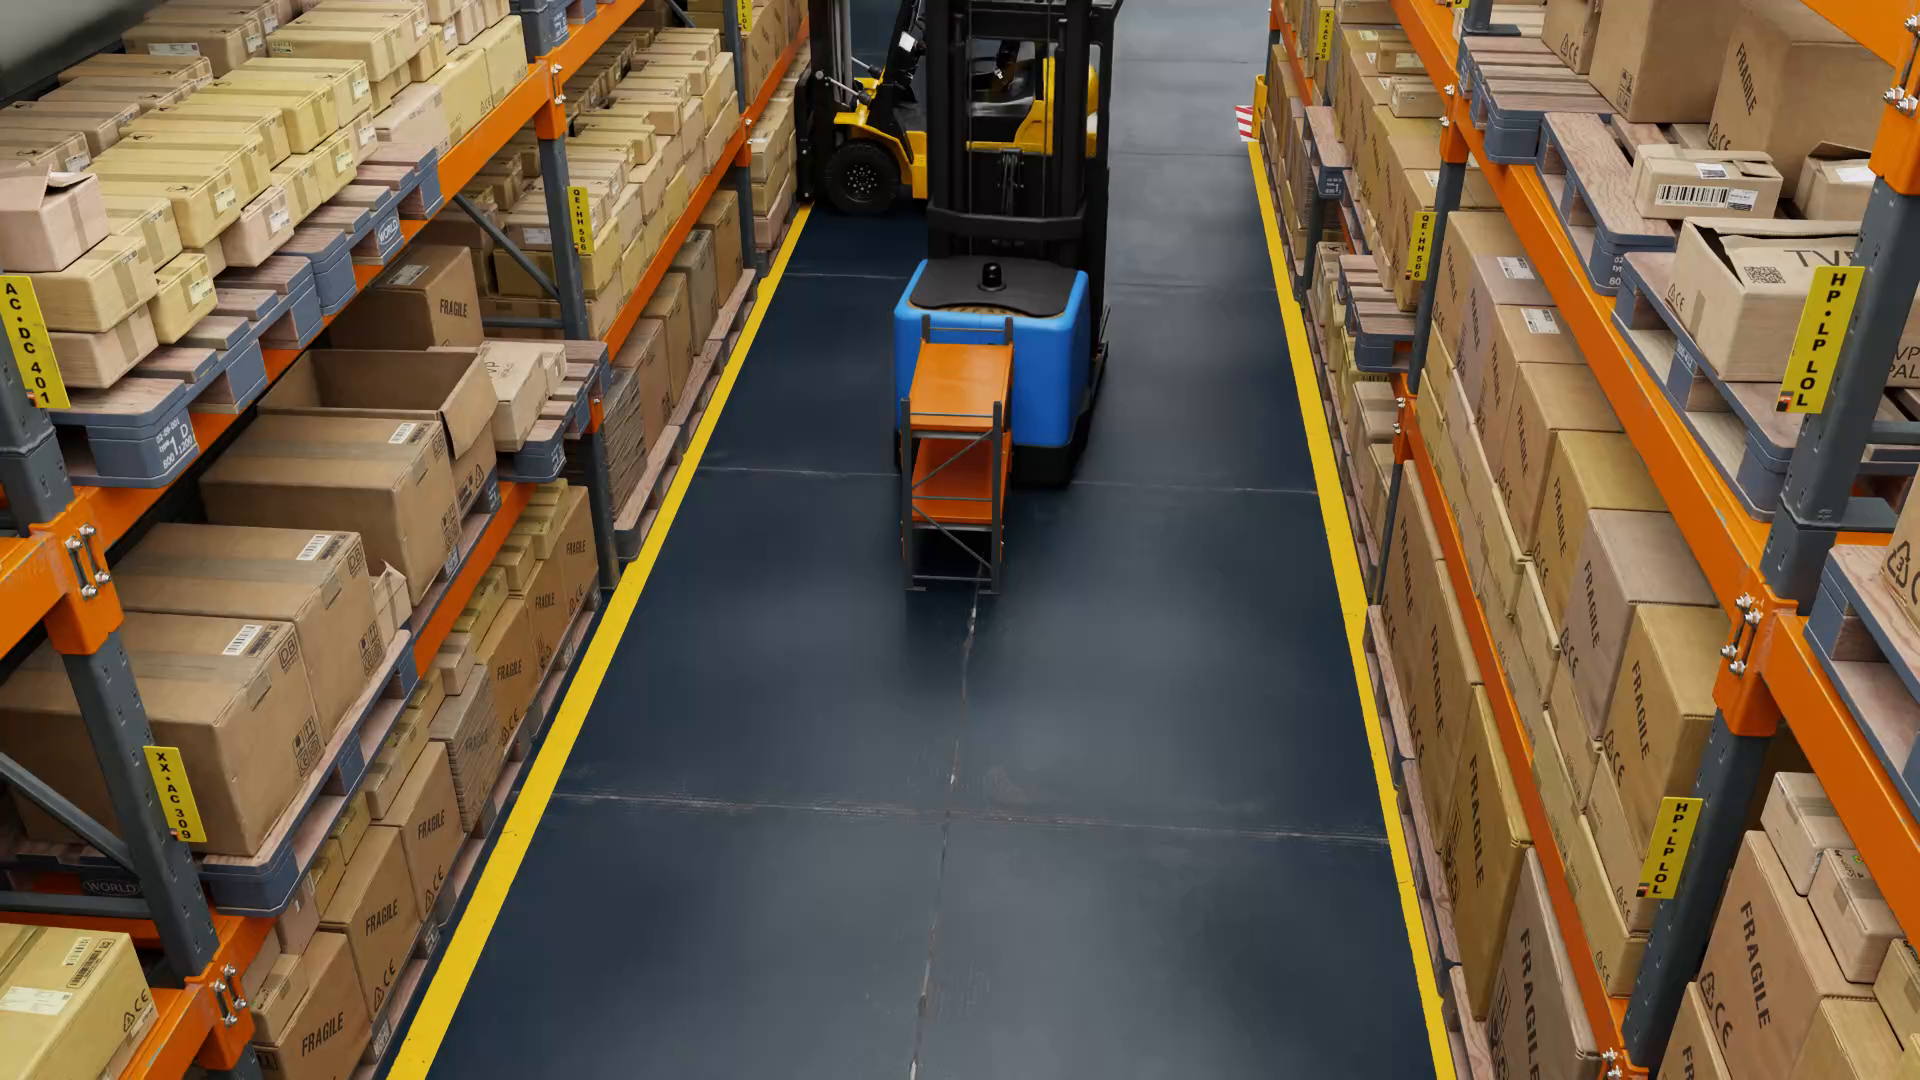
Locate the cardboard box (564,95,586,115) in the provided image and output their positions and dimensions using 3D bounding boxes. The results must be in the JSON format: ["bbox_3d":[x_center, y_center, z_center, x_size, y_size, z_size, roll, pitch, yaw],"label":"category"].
[{"bbox_3d":[-2.409,-2.499,9.733,0.380,0.149,0.250,3,32,4],"label":"cardboard box"}]

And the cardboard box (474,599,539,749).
[{"bbox_3d":[-2.233,0.592,7.413,0.500,0.500,0.500,4,32,6],"label":"cardboard box"}]

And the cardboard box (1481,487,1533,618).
[{"bbox_3d":[2.188,0.052,5.973,0.500,0.250,0.500,3,32,5],"label":"cardboard box"}]

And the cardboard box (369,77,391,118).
[{"bbox_3d":[-2.241,-1.574,5.849,0.380,0.149,0.250,3,32,5],"label":"cardboard box"}]

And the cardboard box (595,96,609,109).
[{"bbox_3d":[-2.397,-2.515,10.138,0.500,0.250,0.500,2,32,3],"label":"cardboard box"}]

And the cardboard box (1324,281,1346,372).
[{"bbox_3d":[2.856,-1.350,10.686,0.950,0.372,0.625,4,32,7],"label":"cardboard box"}]

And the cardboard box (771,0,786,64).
[{"bbox_3d":[-1.634,-3.952,12.708,0.500,0.500,0.500,2,32,3],"label":"cardboard box"}]

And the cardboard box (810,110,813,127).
[{"bbox_3d":[-1.471,-3.662,14.078,0.500,0.250,0.500,2,32,3],"label":"cardboard box"}]

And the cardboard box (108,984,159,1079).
[{"bbox_3d":[-2.421,1.317,4.493,0.380,0.149,0.250,3,32,5],"label":"cardboard box"}]

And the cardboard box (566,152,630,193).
[{"bbox_3d":[-1.978,-1.944,8.831,0.380,0.149,0.250,3,32,5],"label":"cardboard box"}]

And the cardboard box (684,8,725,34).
[{"bbox_3d":[-1.708,-3.624,11.559,0.380,0.149,0.250,2,32,3],"label":"cardboard box"}]

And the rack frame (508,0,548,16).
[{"bbox_3d":[-2.322,-3.613,6.535,1.000,3.000,0.127,2,32,4],"label":"rack frame"}]

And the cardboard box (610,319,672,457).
[{"bbox_3d":[-2.212,-0.894,9.705,0.875,0.625,0.625,3,32,6],"label":"cardboard box"}]

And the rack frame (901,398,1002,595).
[{"bbox_3d":[-0.042,-0.210,8.518,0.500,1.125,0.032,2,32,4],"label":"rack frame"}]

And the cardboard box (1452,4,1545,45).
[{"bbox_3d":[2.454,-2.323,7.540,0.380,0.149,0.250,2,32,4],"label":"cardboard box"}]

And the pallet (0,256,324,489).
[{"bbox_3d":[-2.524,-0.502,4.526,1.213,0.211,1.003,2,32,4],"label":"pallet"}]

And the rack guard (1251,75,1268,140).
[{"bbox_3d":[3.271,-3.928,15.147,1.175,0.500,0.348,2,32,4],"label":"rack guard"}]

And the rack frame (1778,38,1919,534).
[{"bbox_3d":[2.300,-1.311,2.800,1.000,3.000,0.127,2,32,4],"label":"rack frame"}]

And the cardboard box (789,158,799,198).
[{"bbox_3d":[-1.574,-2.933,13.370,0.500,0.250,0.500,3,32,5],"label":"cardboard box"}]

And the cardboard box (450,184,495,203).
[{"bbox_3d":[-2.587,-1.698,8.432,0.380,0.149,0.250,3,32,5],"label":"cardboard box"}]

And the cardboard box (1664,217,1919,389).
[{"bbox_3d":[2.163,-0.645,4.262,0.500,0.311,0.500,2,32,4],"label":"cardboard box"}]

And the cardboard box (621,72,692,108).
[{"bbox_3d":[-1.851,-2.742,10.127,0.380,0.149,0.250,2,32,3],"label":"cardboard box"}]

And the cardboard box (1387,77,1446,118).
[{"bbox_3d":[2.478,-2.340,8.791,0.380,0.149,0.250,1,32,2],"label":"cardboard box"}]

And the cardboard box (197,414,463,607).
[{"bbox_3d":[-2.279,-0.113,6.079,0.700,0.500,0.500,2,32,4],"label":"cardboard box"}]

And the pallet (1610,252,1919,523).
[{"bbox_3d":[2.326,-0.434,4.418,0.805,0.209,1.217,1,32,2],"label":"pallet"}]

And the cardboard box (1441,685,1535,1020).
[{"bbox_3d":[2.337,1.168,6.120,0.875,0.875,0.875,3,32,5],"label":"cardboard box"}]

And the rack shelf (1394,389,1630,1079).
[{"bbox_3d":[2.463,0.503,6.260,1.077,0.370,4.000,2,32,4],"label":"rack shelf"}]

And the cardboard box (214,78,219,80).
[{"bbox_3d":[-2.722,-1.597,5.886,0.380,0.149,0.250,2,32,3],"label":"cardboard box"}]

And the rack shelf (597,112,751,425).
[{"bbox_3d":[-2.159,-1.798,9.994,1.077,0.370,4.000,2,32,4],"label":"rack shelf"}]

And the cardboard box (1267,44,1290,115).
[{"bbox_3d":[2.935,-3.937,14.285,0.500,0.500,0.500,1,32,2],"label":"cardboard box"}]

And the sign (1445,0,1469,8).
[{"bbox_3d":[2.085,-2.370,6.885,0.100,0.325,0.005,2,32,4],"label":"sign"}]

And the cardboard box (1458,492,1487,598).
[{"bbox_3d":[2.263,0.004,6.528,0.500,0.250,0.500,3,32,6],"label":"cardboard box"}]

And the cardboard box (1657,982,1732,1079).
[{"bbox_3d":[2.001,1.435,3.968,0.500,0.500,0.500,3,32,6],"label":"cardboard box"}]

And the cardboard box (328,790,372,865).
[{"bbox_3d":[-2.389,1.039,6.069,0.380,0.149,0.250,2,32,3],"label":"cardboard box"}]

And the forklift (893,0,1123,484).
[{"bbox_3d":[0.386,-2.335,10.245,1.130,2.935,3.031,6,32,9],"label":"forklift"}]

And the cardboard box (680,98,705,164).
[{"bbox_3d":[-1.863,-2.495,10.106,0.500,0.250,0.500,3,32,5],"label":"cardboard box"}]

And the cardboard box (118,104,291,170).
[{"bbox_3d":[-2.215,-1.168,4.887,0.380,0.149,0.250,3,32,5],"label":"cardboard box"}]

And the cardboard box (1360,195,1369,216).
[{"bbox_3d":[2.465,-1.915,9.338,0.380,0.149,0.250,1,32,2],"label":"cardboard box"}]

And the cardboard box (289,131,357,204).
[{"bbox_3d":[-2.116,-1.164,5.165,0.380,0.149,0.250,3,32,5],"label":"cardboard box"}]

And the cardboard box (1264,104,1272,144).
[{"bbox_3d":[2.936,-3.630,14.502,0.500,0.250,0.500,2,32,4],"label":"cardboard box"}]

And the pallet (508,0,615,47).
[{"bbox_3d":[-2.355,-2.614,7.953,1.213,0.211,1.003,4,32,6],"label":"pallet"}]

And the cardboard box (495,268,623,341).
[{"bbox_3d":[-2.042,-1.216,8.508,0.500,0.250,0.500,3,32,4],"label":"cardboard box"}]

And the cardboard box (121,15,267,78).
[{"bbox_3d":[-2.670,-1.722,5.806,0.380,0.149,0.250,2,32,4],"label":"cardboard box"}]

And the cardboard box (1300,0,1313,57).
[{"bbox_3d":[2.813,-3.893,12.330,0.500,0.500,0.500,3,32,5],"label":"cardboard box"}]

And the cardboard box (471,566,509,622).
[{"bbox_3d":[-2.233,0.236,7.373,0.380,0.149,0.250,3,32,5],"label":"cardboard box"}]

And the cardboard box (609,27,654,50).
[{"bbox_3d":[-2.238,-3.294,11.023,0.380,0.149,0.250,2,32,3],"label":"cardboard box"}]

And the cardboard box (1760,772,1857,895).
[{"bbox_3d":[2.016,0.653,3.665,0.380,0.149,0.250,2,32,3],"label":"cardboard box"}]

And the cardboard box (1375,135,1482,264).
[{"bbox_3d":[2.417,-1.717,8.398,0.500,0.500,0.500,2,32,3],"label":"cardboard box"}]

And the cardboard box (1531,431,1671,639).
[{"bbox_3d":[2.182,-0.005,5.350,0.500,0.500,0.500,3,32,5],"label":"cardboard box"}]

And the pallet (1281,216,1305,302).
[{"bbox_3d":[2.971,-2.106,12.466,1.003,0.211,1.213,2,32,4],"label":"pallet"}]

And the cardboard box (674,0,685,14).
[{"bbox_3d":[-2.210,-3.918,12.036,0.380,0.149,0.250,3,32,5],"label":"cardboard box"}]

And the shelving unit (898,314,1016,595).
[{"bbox_3d":[-0.001,-0.475,8.949,0.538,1.125,1.048,2,32,4],"label":"shelving unit"}]

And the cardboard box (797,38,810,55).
[{"bbox_3d":[-1.433,-4.154,14.400,0.500,0.250,0.500,3,32,5],"label":"cardboard box"}]

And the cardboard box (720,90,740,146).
[{"bbox_3d":[-1.776,-2.812,11.096,0.500,0.250,0.500,3,32,5],"label":"cardboard box"}]

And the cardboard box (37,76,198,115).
[{"bbox_3d":[-2.583,-1.321,5.135,0.380,0.149,0.250,3,32,4],"label":"cardboard box"}]

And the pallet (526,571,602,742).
[{"bbox_3d":[-2.420,0.517,8.209,1.003,0.211,1.213,2,32,4],"label":"pallet"}]
